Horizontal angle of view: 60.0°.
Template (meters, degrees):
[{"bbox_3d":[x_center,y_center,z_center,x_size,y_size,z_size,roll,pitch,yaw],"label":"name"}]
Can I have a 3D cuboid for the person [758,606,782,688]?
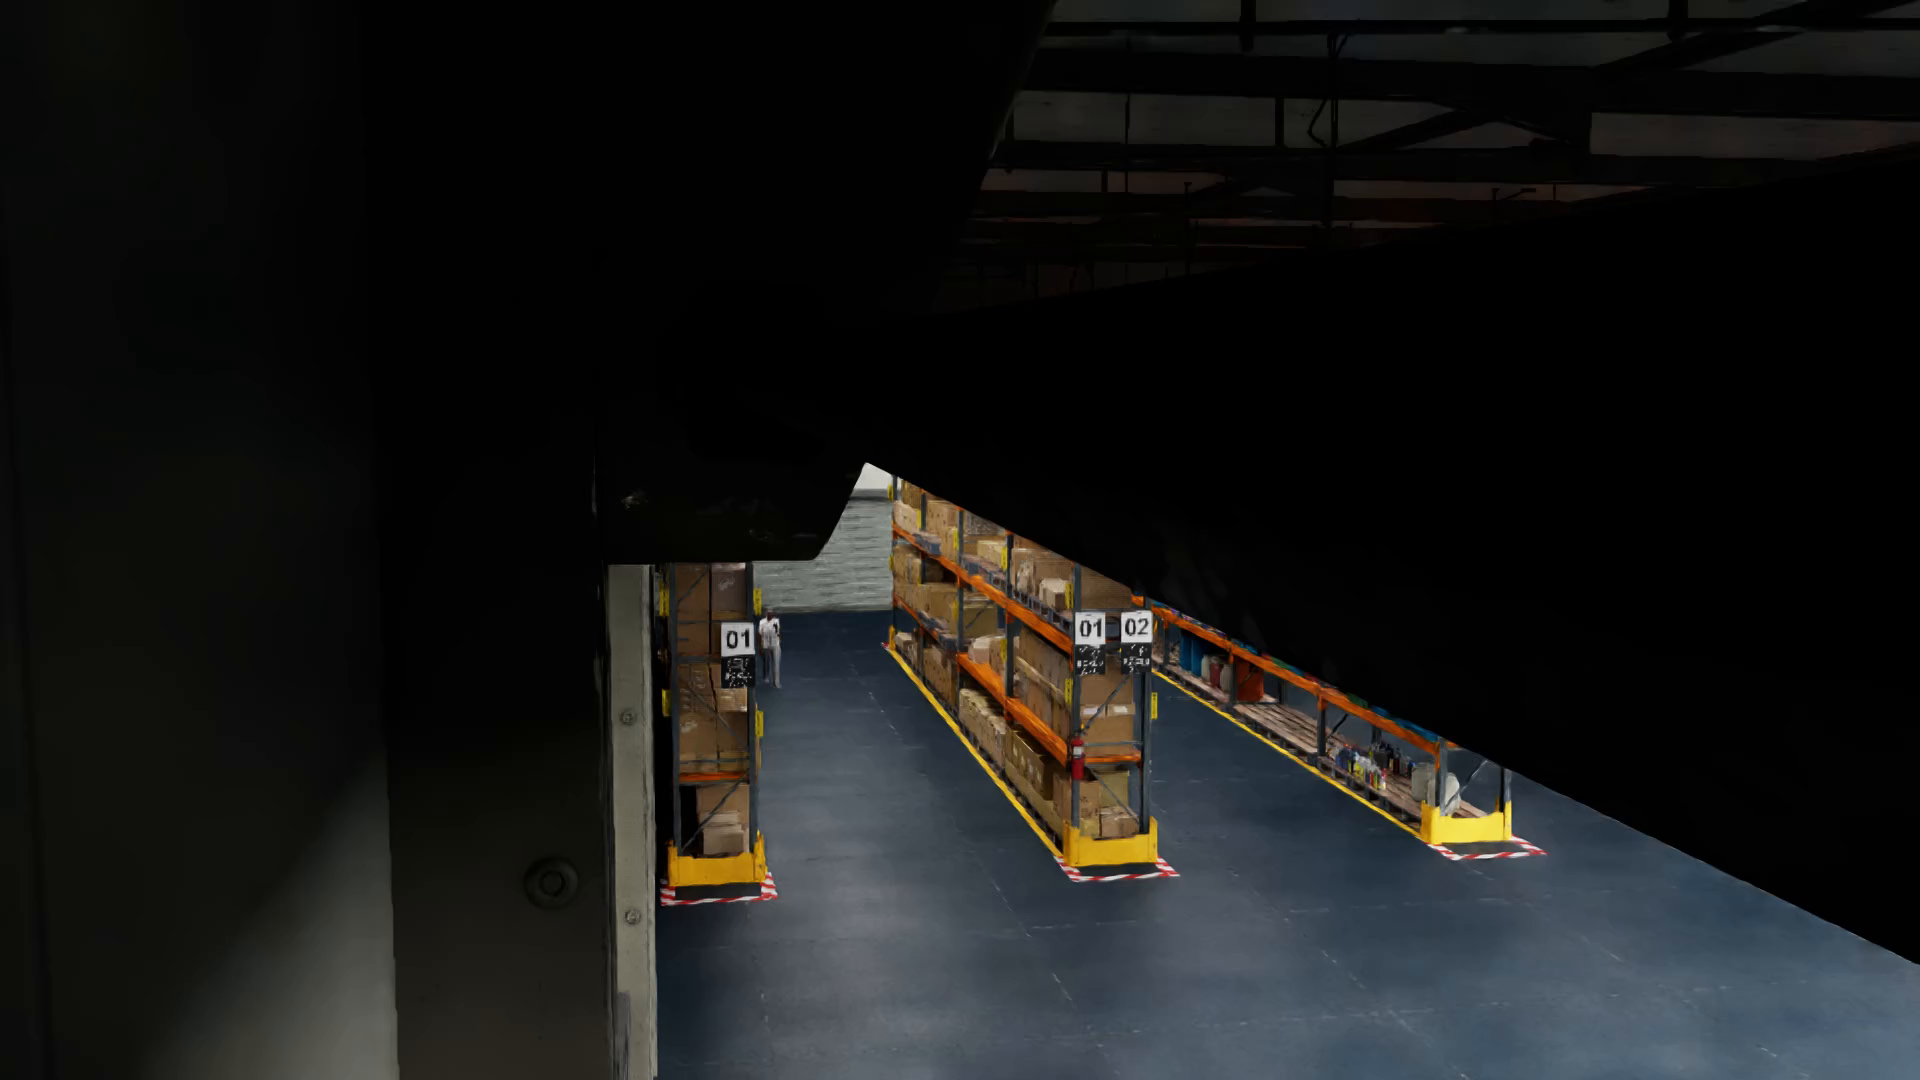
[{"bbox_3d":[-3.683,2.050,32.216,0.456,1.578,1.088,-1,6,-8],"label":"person"}]
